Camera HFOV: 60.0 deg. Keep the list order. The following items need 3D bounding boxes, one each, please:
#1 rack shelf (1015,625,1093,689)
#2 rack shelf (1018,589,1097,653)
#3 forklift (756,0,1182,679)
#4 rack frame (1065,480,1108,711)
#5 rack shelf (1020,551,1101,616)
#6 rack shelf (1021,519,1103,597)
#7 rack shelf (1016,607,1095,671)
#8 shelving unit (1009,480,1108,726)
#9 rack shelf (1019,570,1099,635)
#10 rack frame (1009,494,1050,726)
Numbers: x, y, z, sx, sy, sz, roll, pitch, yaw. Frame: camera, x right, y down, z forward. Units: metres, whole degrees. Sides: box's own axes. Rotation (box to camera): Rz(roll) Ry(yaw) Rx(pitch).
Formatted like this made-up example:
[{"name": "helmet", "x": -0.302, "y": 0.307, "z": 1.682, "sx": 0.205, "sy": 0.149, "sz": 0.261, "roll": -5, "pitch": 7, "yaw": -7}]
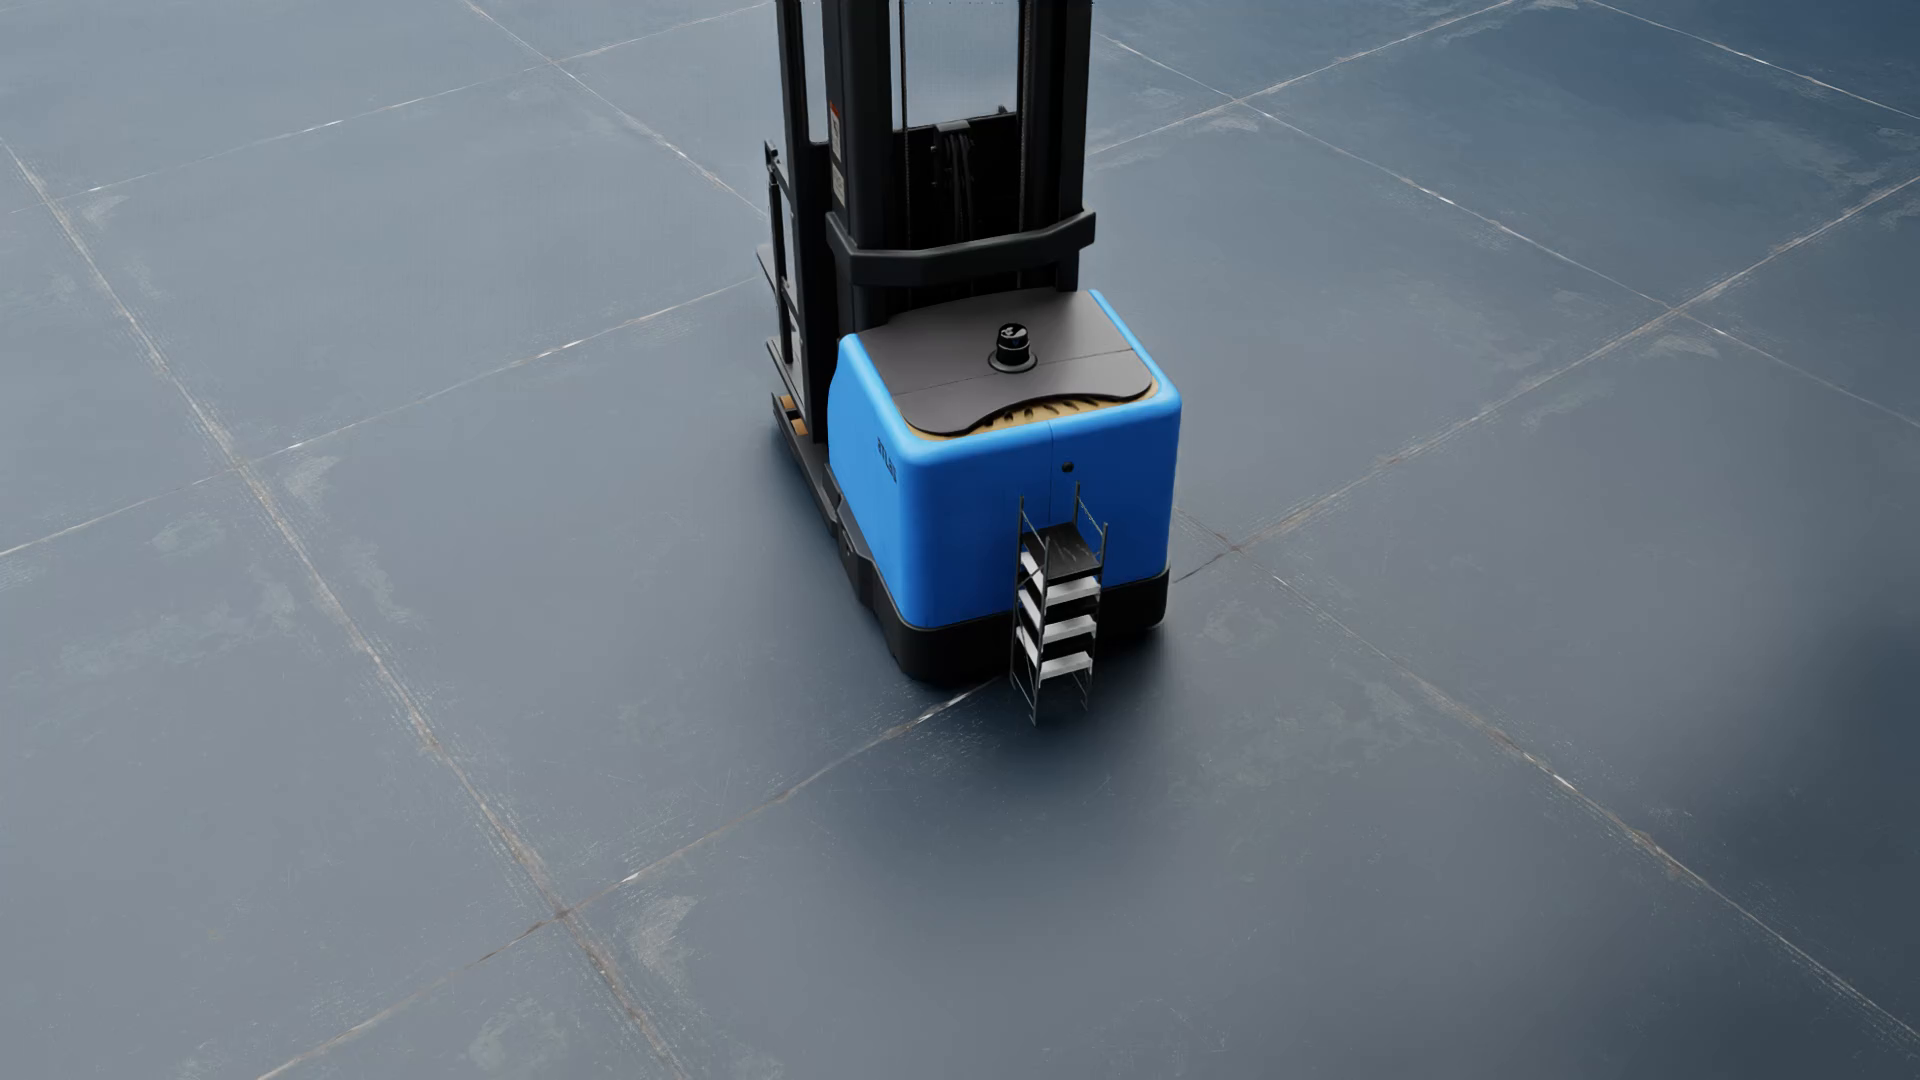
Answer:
[{"name": "rack shelf", "x": 0.326, "y": 0.390, "z": 5.889, "sx": 0.200, "sy": 0.077, "sz": 0.258, "roll": -14, "pitch": 45, "yaw": -16}, {"name": "rack shelf", "x": 0.330, "y": 0.257, "z": 5.768, "sx": 0.200, "sy": 0.077, "sz": 0.258, "roll": -14, "pitch": 45, "yaw": -16}, {"name": "forklift", "x": -0.183, "y": -1.570, "z": 6.353, "sx": 1.130, "sy": 2.935, "sz": 3.031, "roll": -12, "pitch": 41, "yaw": -15}, {"name": "rack frame", "x": 0.425, "y": 0.209, "z": 5.774, "sx": 0.006, "sy": 0.900, "sz": 0.240, "roll": -14, "pitch": 45, "yaw": -16}, {"name": "rack shelf", "x": 0.333, "y": 0.124, "z": 5.647, "sx": 0.200, "sy": 0.077, "sz": 0.258, "roll": -14, "pitch": 45, "yaw": -16}, {"name": "rack shelf", "x": 0.335, "y": 0.058, "z": 5.586, "sx": 0.200, "sy": 0.077, "sz": 0.258, "roll": -14, "pitch": 45, "yaw": -16}, {"name": "rack shelf", "x": 0.328, "y": 0.324, "z": 5.829, "sx": 0.200, "sy": 0.077, "sz": 0.258, "roll": -14, "pitch": 45, "yaw": -16}, {"name": "shelving unit", "x": 0.330, "y": 0.232, "z": 5.745, "sx": 0.210, "sy": 0.900, "sz": 0.258, "roll": -14, "pitch": 45, "yaw": -16}, {"name": "rack shelf", "x": 0.331, "y": 0.191, "z": 5.707, "sx": 0.200, "sy": 0.077, "sz": 0.258, "roll": -14, "pitch": 45, "yaw": -16}, {"name": "rack frame", "x": 0.235, "y": 0.256, "z": 5.717, "sx": 0.006, "sy": 0.900, "sz": 0.240, "roll": -14, "pitch": 45, "yaw": -16}]
